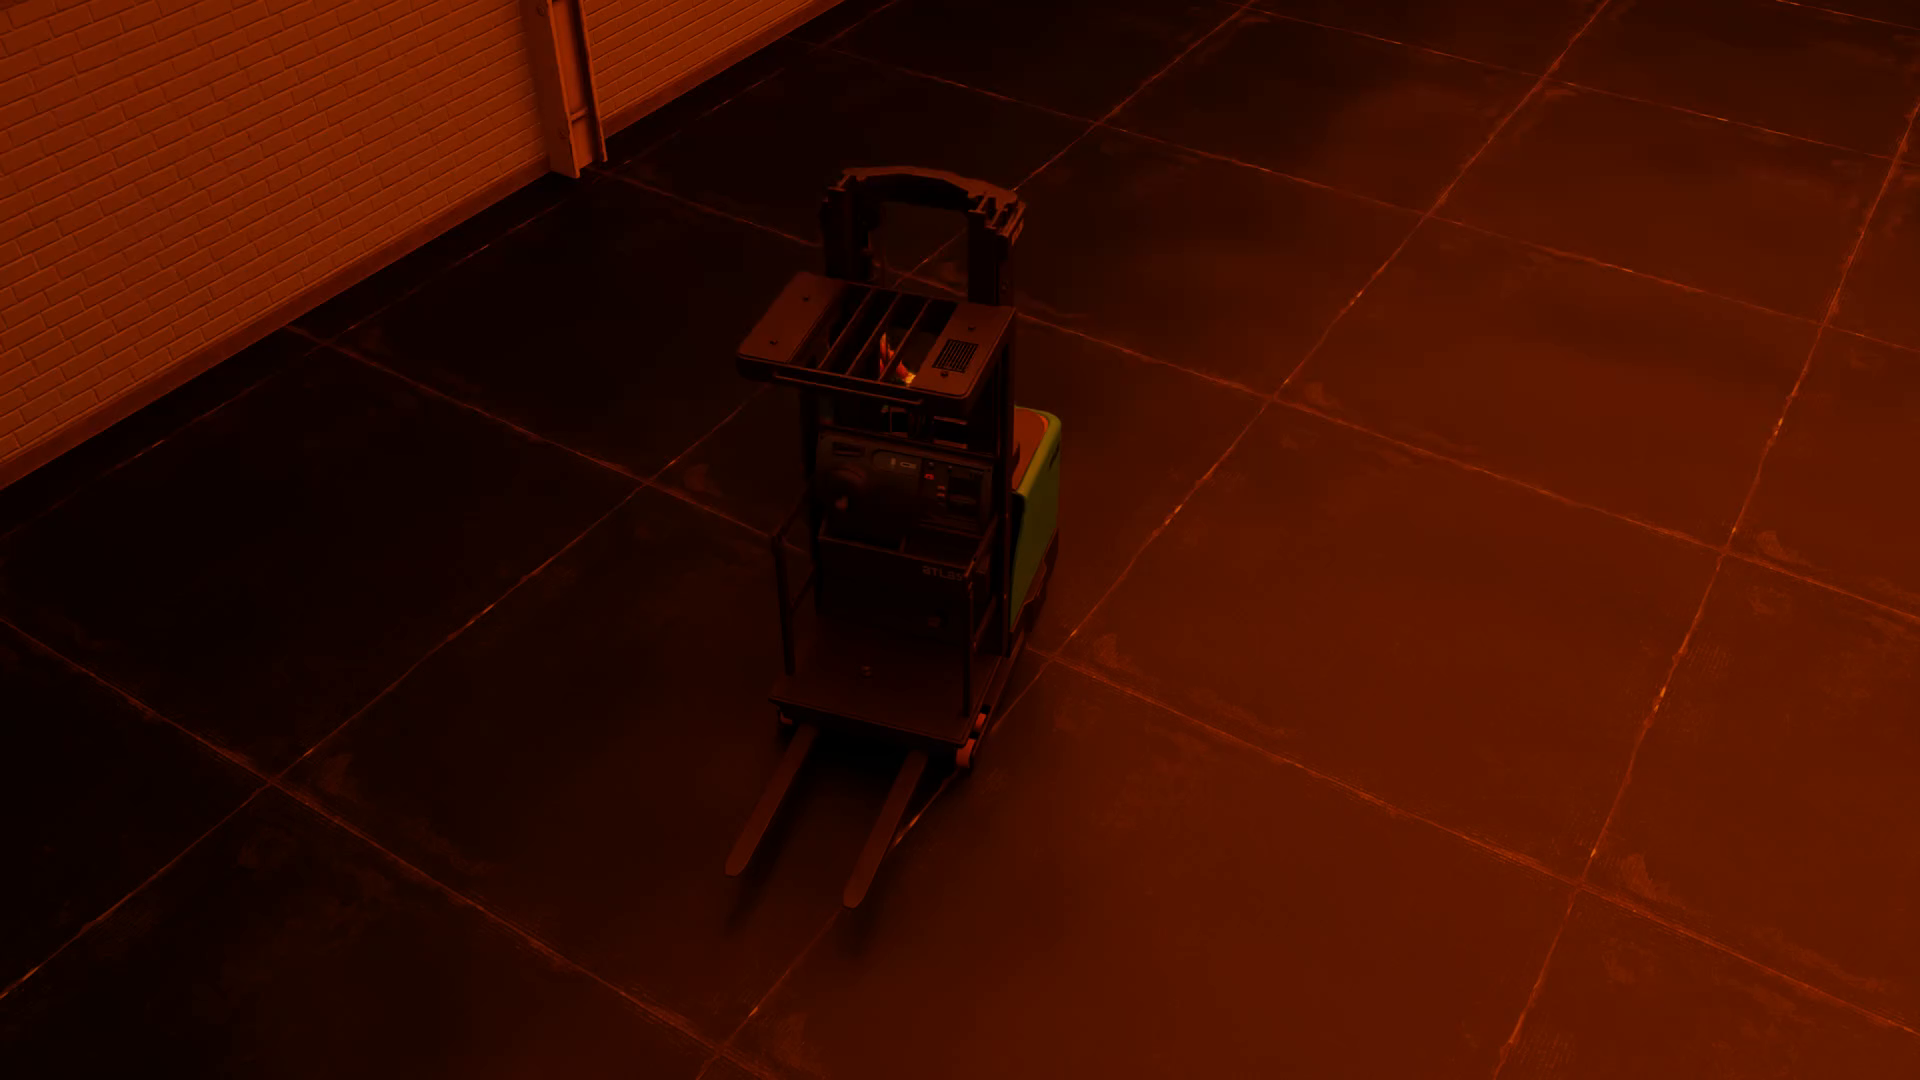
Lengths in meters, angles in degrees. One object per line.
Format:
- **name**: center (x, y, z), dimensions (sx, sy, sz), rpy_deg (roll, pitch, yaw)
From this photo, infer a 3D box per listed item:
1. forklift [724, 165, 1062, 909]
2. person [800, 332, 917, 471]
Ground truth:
- **forklift**: center (-0.349, -0.206, 8.209), dimensions (1.130, 2.935, 3.031), rpy_deg (12, 42, 14)
- **person**: center (-0.635, -1.128, 10.315), dimensions (0.994, 1.649, 0.680), rpy_deg (30, 49, 30)
